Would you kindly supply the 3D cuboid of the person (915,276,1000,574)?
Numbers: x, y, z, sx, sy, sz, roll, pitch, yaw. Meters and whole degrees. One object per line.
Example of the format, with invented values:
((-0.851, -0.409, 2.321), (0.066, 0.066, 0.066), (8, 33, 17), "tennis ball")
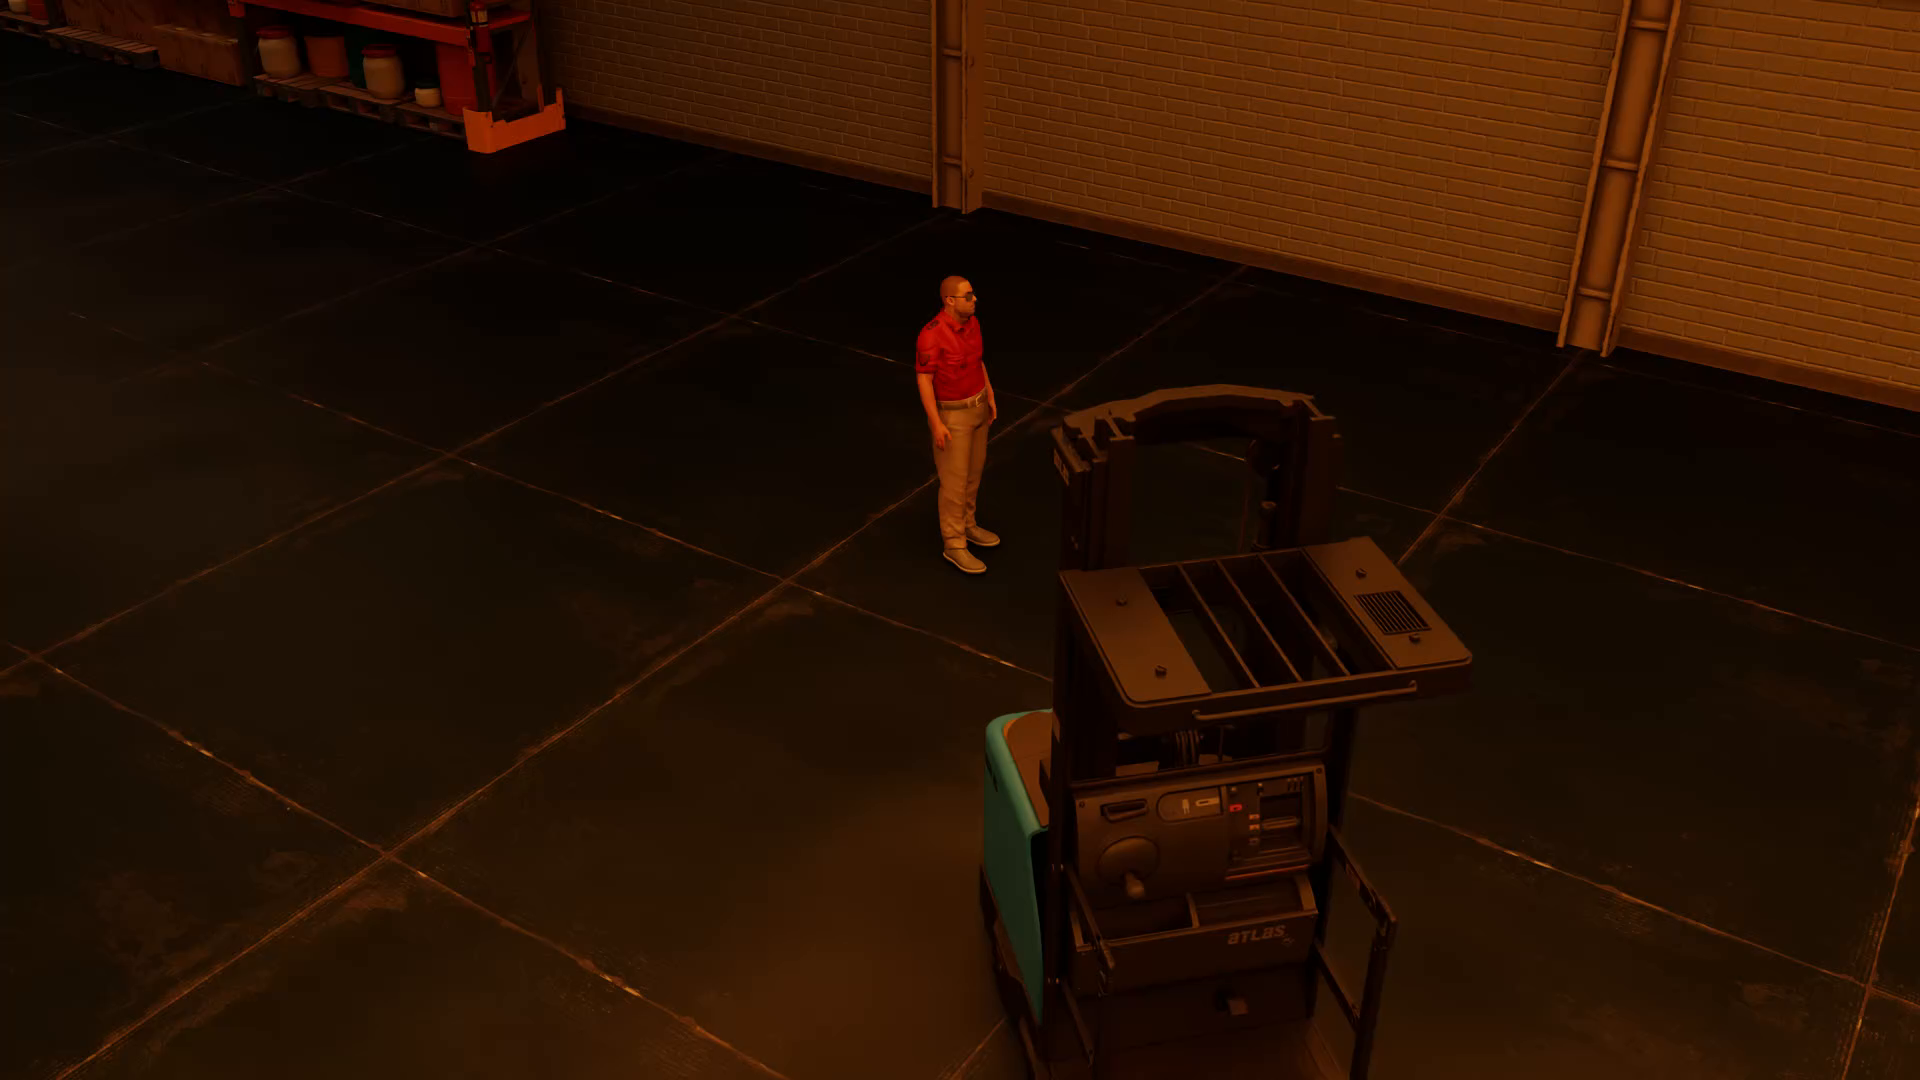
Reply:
((0.068, -0.725, 10.010), (0.550, 1.728, 0.641), (19, 35, 29), "person")

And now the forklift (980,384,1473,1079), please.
((0.908, 1.080, 5.722), (1.130, 2.935, 3.031), (-6, 31, -11), "forklift")
